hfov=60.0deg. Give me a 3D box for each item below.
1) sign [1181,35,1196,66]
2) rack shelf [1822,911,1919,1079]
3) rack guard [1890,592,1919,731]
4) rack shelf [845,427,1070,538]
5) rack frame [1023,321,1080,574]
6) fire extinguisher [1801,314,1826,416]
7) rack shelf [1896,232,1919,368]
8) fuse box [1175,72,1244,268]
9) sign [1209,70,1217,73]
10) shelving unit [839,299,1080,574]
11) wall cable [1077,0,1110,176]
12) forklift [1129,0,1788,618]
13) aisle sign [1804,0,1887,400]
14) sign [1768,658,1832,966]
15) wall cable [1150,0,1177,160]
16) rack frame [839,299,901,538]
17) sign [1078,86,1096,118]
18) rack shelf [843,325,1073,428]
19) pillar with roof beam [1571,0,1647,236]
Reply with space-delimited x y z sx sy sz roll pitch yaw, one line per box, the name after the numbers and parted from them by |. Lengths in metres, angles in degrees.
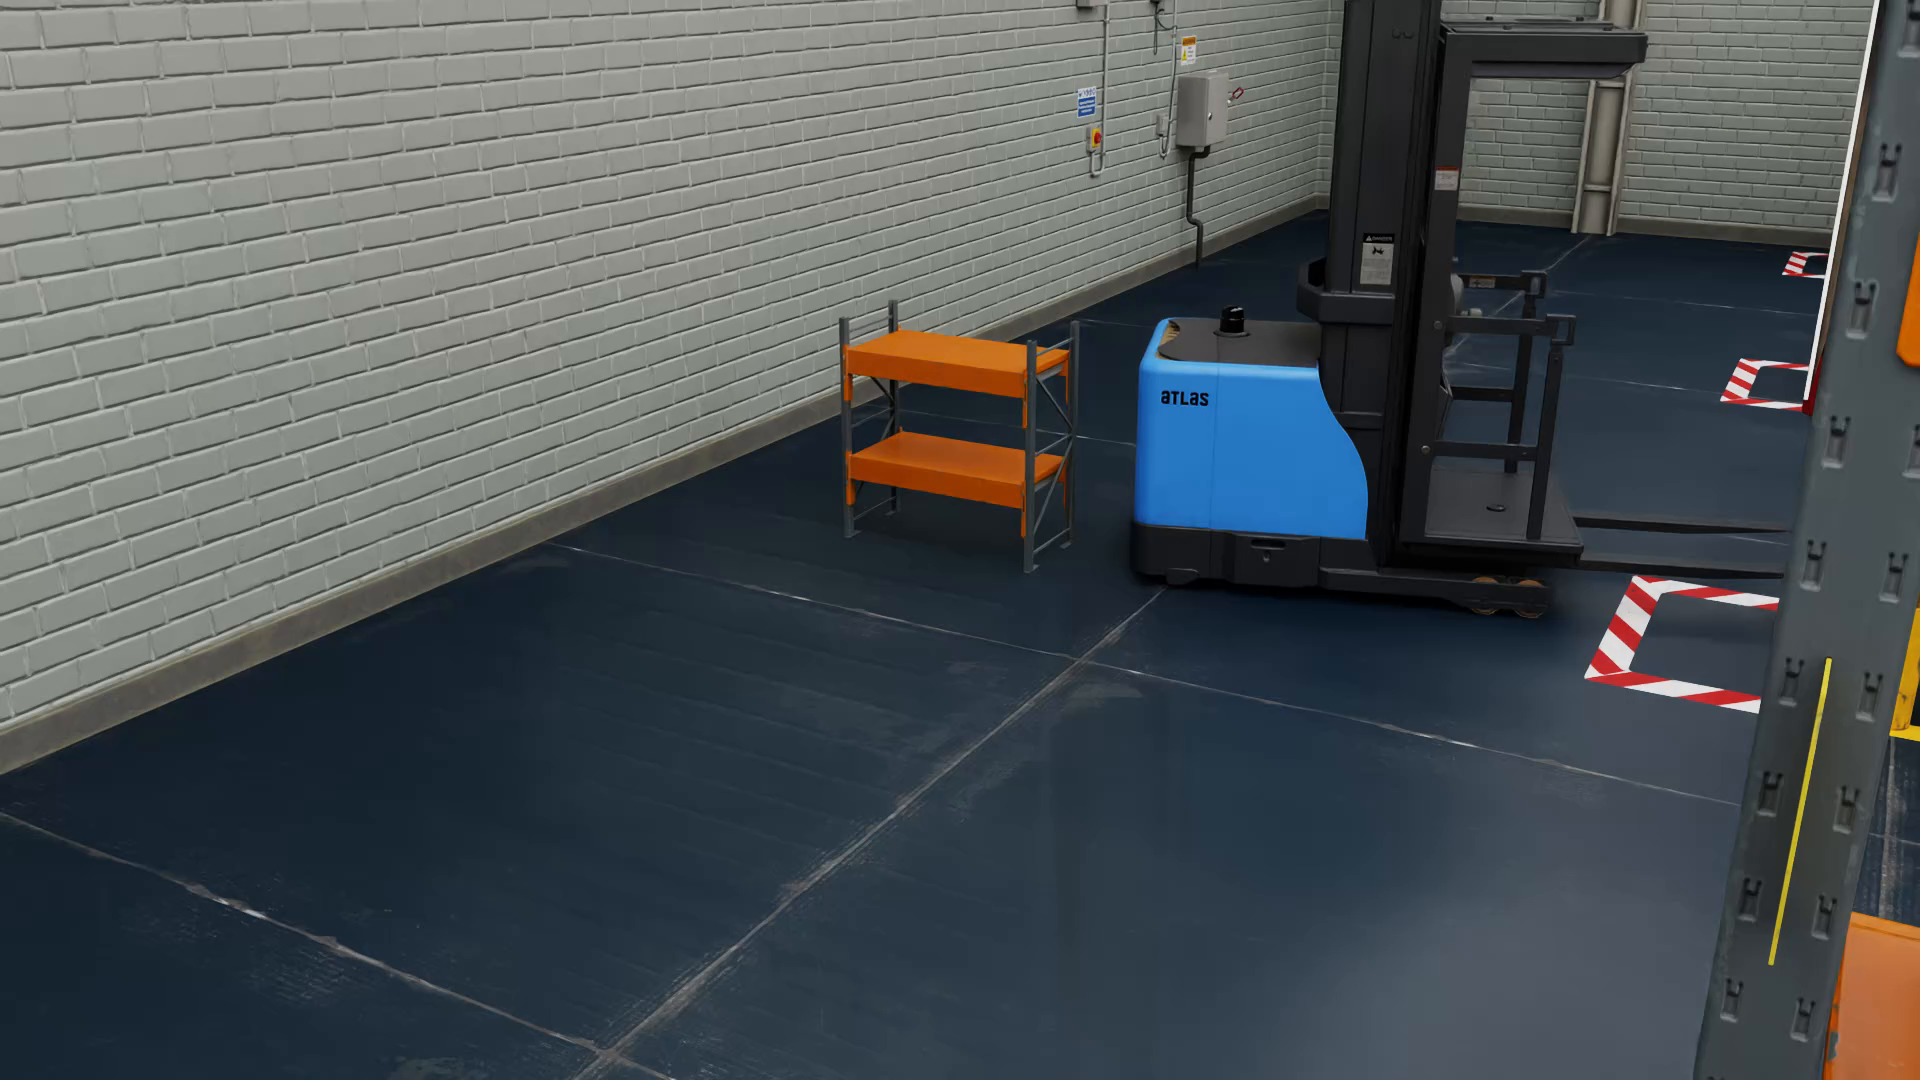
2.015 -4.316 14.654 0.001 0.242 0.339 11 23 27 | sign
2.918 1.243 1.595 4.000 0.370 1.077 11 23 27 | rack shelf
3.746 0.300 6.805 0.348 0.500 1.175 11 23 27 | rack guard
-0.006 -0.300 8.260 1.000 0.278 0.538 11 23 27 | rack shelf
0.438 -0.445 7.943 0.032 1.125 0.500 11 23 27 | rack frame
3.685 -0.855 6.985 0.183 0.674 0.296 11 23 27 | fire extinguisher
2.918 -0.167 1.084 4.000 0.370 1.077 11 23 27 | rack shelf
2.223 -3.304 14.965 0.414 1.711 0.539 11 23 27 | fuse box
2.283 -4.047 15.262 0.001 0.494 0.329 11 23 27 | sign
-0.006 -0.530 8.176 1.048 1.125 0.538 11 23 27 | shelving unit
1.071 -3.801 12.910 0.123 1.953 0.585 11 23 27 | wall cable
2.365 -1.227 7.451 3.031 2.935 1.130 4 20 11 | forklift
0.963 -0.573 1.733 0.004 0.787 0.394 11 23 27 | aisle sign
0.897 0.292 1.775 0.005 0.325 0.100 11 23 27 | sign
1.753 -4.211 14.084 0.122 1.984 0.588 11 23 27 | wall cable
-0.450 -0.614 8.409 0.032 1.125 0.500 11 23 27 | rack frame
0.994 -3.432 13.031 0.001 0.218 0.327 11 23 27 | sign
-0.006 -0.805 8.077 1.000 0.278 0.538 11 23 27 | rack shelf
4.409 -6.112 12.018 0.400 9.000 9.100 11 23 27 | pillar with roof beam
